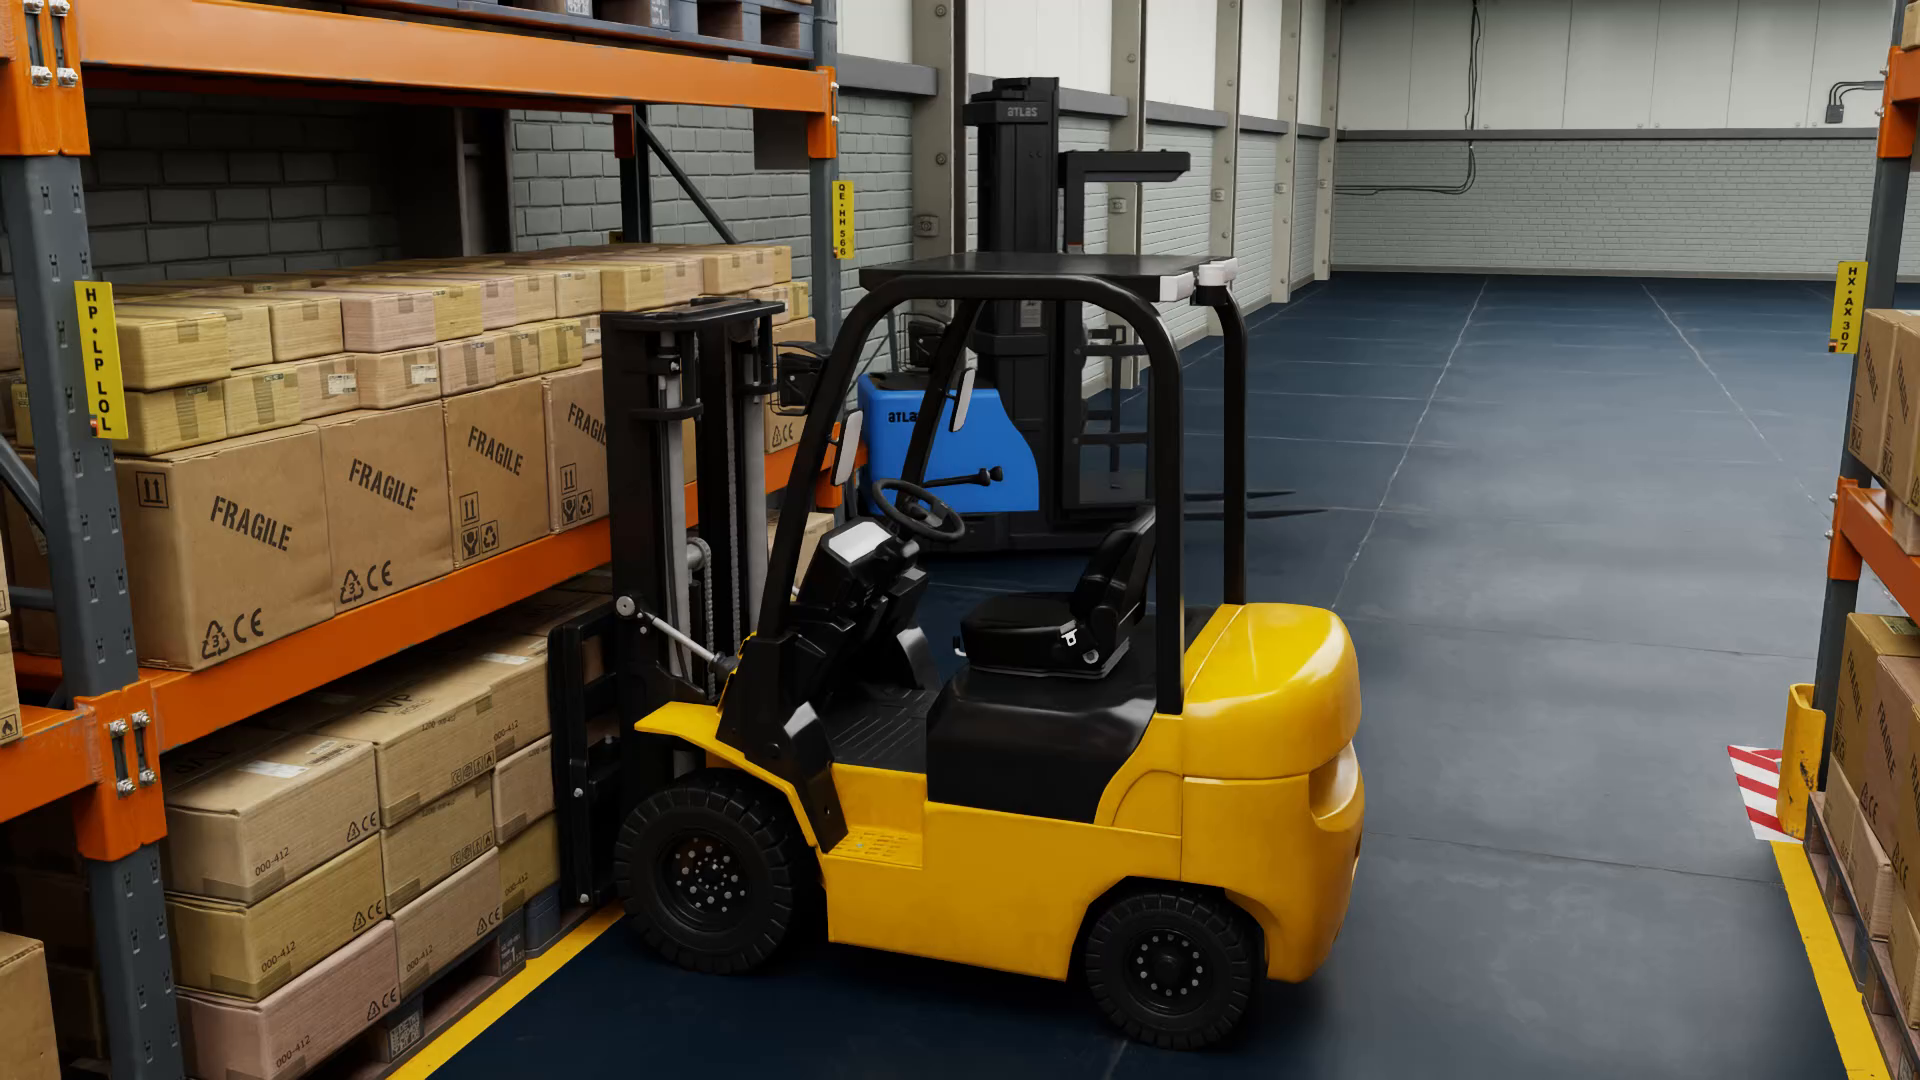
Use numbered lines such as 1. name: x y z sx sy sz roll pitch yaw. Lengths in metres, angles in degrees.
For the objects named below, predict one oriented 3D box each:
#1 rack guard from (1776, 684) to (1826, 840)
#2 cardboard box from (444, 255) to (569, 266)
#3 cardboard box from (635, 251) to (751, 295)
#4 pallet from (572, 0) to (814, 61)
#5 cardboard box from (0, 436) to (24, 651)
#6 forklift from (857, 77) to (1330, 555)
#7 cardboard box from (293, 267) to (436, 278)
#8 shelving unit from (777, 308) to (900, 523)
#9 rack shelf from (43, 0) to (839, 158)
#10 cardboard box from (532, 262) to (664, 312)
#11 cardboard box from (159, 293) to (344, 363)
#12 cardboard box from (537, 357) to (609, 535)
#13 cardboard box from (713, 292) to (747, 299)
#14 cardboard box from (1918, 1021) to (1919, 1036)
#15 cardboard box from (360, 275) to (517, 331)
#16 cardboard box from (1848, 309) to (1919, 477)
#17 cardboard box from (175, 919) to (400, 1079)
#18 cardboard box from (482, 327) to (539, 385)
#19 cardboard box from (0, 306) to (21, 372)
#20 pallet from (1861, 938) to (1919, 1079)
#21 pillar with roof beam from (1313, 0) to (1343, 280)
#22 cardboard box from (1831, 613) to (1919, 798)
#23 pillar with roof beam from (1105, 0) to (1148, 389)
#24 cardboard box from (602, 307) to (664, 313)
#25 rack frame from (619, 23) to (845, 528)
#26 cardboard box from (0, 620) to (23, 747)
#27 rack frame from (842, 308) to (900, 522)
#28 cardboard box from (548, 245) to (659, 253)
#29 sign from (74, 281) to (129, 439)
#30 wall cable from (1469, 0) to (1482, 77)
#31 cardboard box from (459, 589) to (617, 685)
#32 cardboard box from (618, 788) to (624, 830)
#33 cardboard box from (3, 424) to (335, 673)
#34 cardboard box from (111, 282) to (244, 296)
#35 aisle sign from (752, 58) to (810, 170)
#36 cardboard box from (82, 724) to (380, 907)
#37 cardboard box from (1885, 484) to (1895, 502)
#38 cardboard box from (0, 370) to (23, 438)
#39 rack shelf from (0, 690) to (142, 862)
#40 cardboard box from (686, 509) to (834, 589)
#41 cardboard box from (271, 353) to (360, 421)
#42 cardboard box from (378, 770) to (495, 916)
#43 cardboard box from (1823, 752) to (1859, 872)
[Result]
1. rack guard: 3.665 0.865 6.073 1.175 0.500 0.348 4 14 18
2. cardboard box: -1.664 -0.963 6.115 0.380 0.149 0.250 5 14 20
3. cardboard box: -1.035 -1.034 6.427 0.380 0.149 0.250 5 14 20
4. pallet: -1.262 -1.998 6.459 1.003 0.211 1.213 4 14 18
5. cardboard box: -2.413 -0.046 4.226 0.500 0.500 0.500 4 14 18
6. forklift: 0.870 -1.437 10.695 3.031 2.935 1.130 -2 13 -8
7. cardboard box: -1.929 -0.801 5.405 0.380 0.149 0.250 5 14 20
8. shelving unit: -0.762 -0.703 10.571 0.587 1.500 1.083 -1 13 17
9. rack shelf: -1.656 -1.416 5.328 1.077 0.370 4.000 4 14 18
10. cardboard box: -1.243 -0.869 5.705 0.380 0.149 0.250 5 14 20
11. cardboard box: -1.846 -0.555 4.329 0.380 0.149 0.250 4 13 17
12. cardboard box: -1.414 -0.329 5.463 0.500 0.500 0.500 4 14 19
13. cardboard box: -1.052 -0.891 6.470 0.380 0.149 0.250 5 14 19
14. cardboard box: 2.664 1.245 4.026 0.500 0.250 0.500 5 14 19
15. cardboard box: -1.577 -0.716 5.035 0.380 0.149 0.250 4 14 18
16. cardboard box: 3.274 -0.483 5.471 0.500 0.500 0.500 4 13 18
17. cardboard box: -1.833 1.174 4.338 0.500 0.250 0.500 5 14 19
18. cardboard box: -1.509 -0.564 5.037 0.380 0.149 0.250 4 13 17
19. cardboard box: -2.485 -0.483 4.011 0.380 0.149 0.250 4 14 19
20. pallet: 2.972 1.431 4.245 1.003 0.211 1.213 4 14 18
21. pillar with roof beam: 11.693 -9.575 32.718 9.100 9.000 0.400 4 14 18
22. cardboard box: 3.159 0.556 5.362 0.500 0.500 0.500 4 13 17
23. pillar with roof beam: 5.869 -5.786 16.113 9.100 9.000 0.400 4 14 18
24. cardboard box: -1.248 -0.726 5.744 0.380 0.149 0.250 4 14 19
25. rack frame: -1.009 -0.726 7.427 1.000 3.000 0.127 4 14 18
26. cardboard box: -2.218 0.314 3.206 0.500 0.250 0.500 5 14 20
27. rack frame: -0.613 -0.820 11.052 0.500 1.500 0.032 -1 13 17
28. cardboard box: -1.465 -1.129 6.843 0.380 0.149 0.250 5 14 20
29. sign: -1.786 -0.372 3.455 0.100 0.325 0.005 4 14 18
30. wall cable: 12.384 -11.164 35.307 3.097 2.526 0.112 4 14 18
31. cardboard box: -1.347 0.363 5.645 0.500 0.250 0.500 4 13 17
32. cardboard box: -1.349 0.851 5.753 0.500 0.250 0.500 5 14 20
33. cardboard box: -1.912 -0.007 4.053 0.500 0.500 0.500 4 13 17
34. cardboard box: -2.270 -0.646 4.728 0.380 0.149 0.250 4 13 17
35. aisle sign: -0.710 -1.986 7.106 0.394 0.787 0.004 4 14 18
36. cardboard box: -1.849 0.685 4.232 0.500 0.250 0.500 4 13 18
37. cardboard box: 3.383 -0.190 5.645 0.380 0.149 0.250 4 14 19
38. cardboard box: -2.442 -0.335 4.032 0.380 0.149 0.250 4 14 18
39. rack shelf: -2.950 0.888 1.972 1.077 0.370 4.000 4 14 18
40. cardboard box: -0.863 0.042 7.052 0.500 0.250 0.500 5 14 20
41. cardboard box: -1.811 -0.408 4.353 0.380 0.149 0.250 4 14 18
42. cardboard box: -1.693 0.823 4.755 0.500 0.250 0.500 4 14 18
43. cardboard box: 3.167 0.916 5.467 0.500 0.250 0.500 4 14 18
